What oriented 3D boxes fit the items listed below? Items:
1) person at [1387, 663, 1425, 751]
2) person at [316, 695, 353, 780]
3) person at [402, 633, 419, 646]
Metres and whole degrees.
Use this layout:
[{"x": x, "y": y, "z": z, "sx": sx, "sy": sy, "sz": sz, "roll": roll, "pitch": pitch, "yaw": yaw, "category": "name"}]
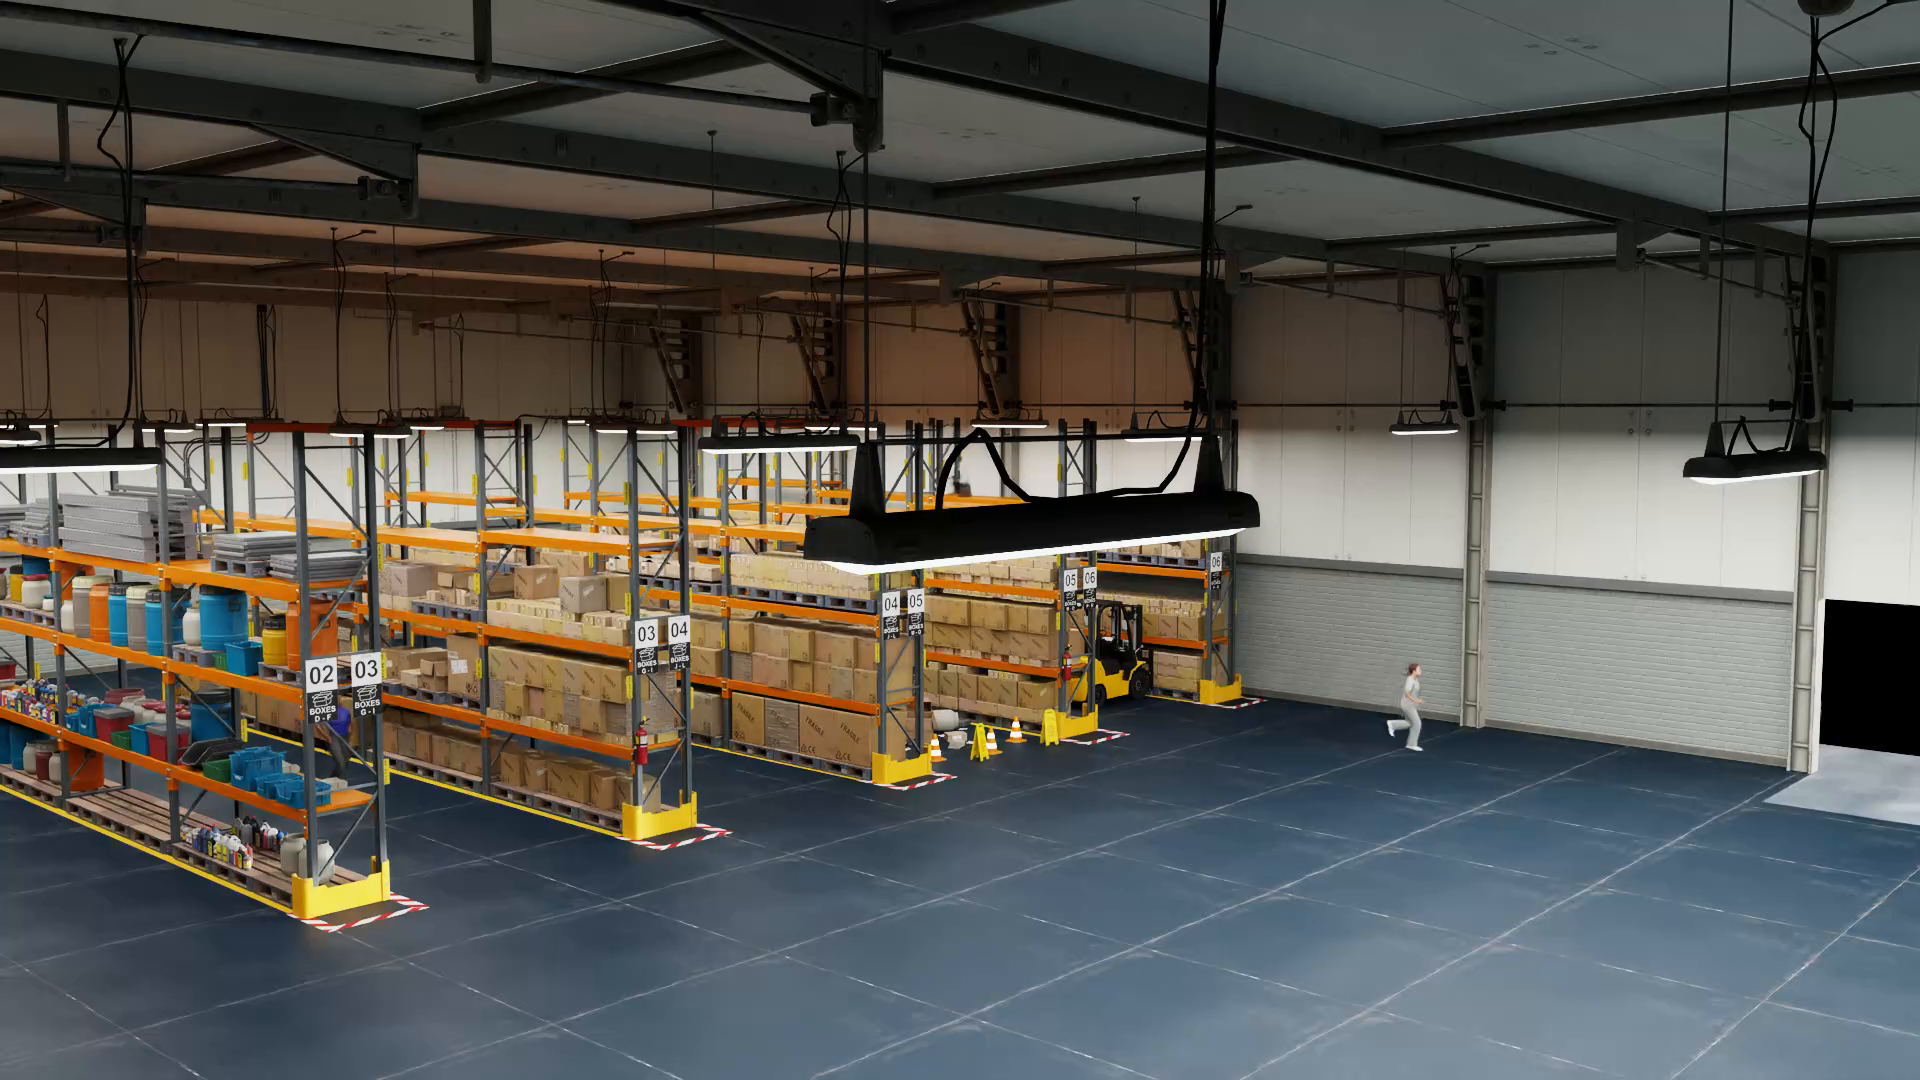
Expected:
[{"x": 8.186, "y": 3.056, "z": 30.498, "sx": 0.682, "sy": 1.621, "sz": 0.592, "roll": 2, "pitch": 5, "yaw": 21, "category": "person"}, {"x": -10.132, "y": 3.309, "z": 27.040, "sx": 0.697, "sy": 1.650, "sz": 0.585, "roll": 4, "pitch": 6, "yaw": 40, "category": "person"}, {"x": -13.177, "y": 2.217, "z": 39.865, "sx": 0.635, "sy": 1.684, "sz": 0.650, "roll": 4, "pitch": 6, "yaw": 40, "category": "person"}]
